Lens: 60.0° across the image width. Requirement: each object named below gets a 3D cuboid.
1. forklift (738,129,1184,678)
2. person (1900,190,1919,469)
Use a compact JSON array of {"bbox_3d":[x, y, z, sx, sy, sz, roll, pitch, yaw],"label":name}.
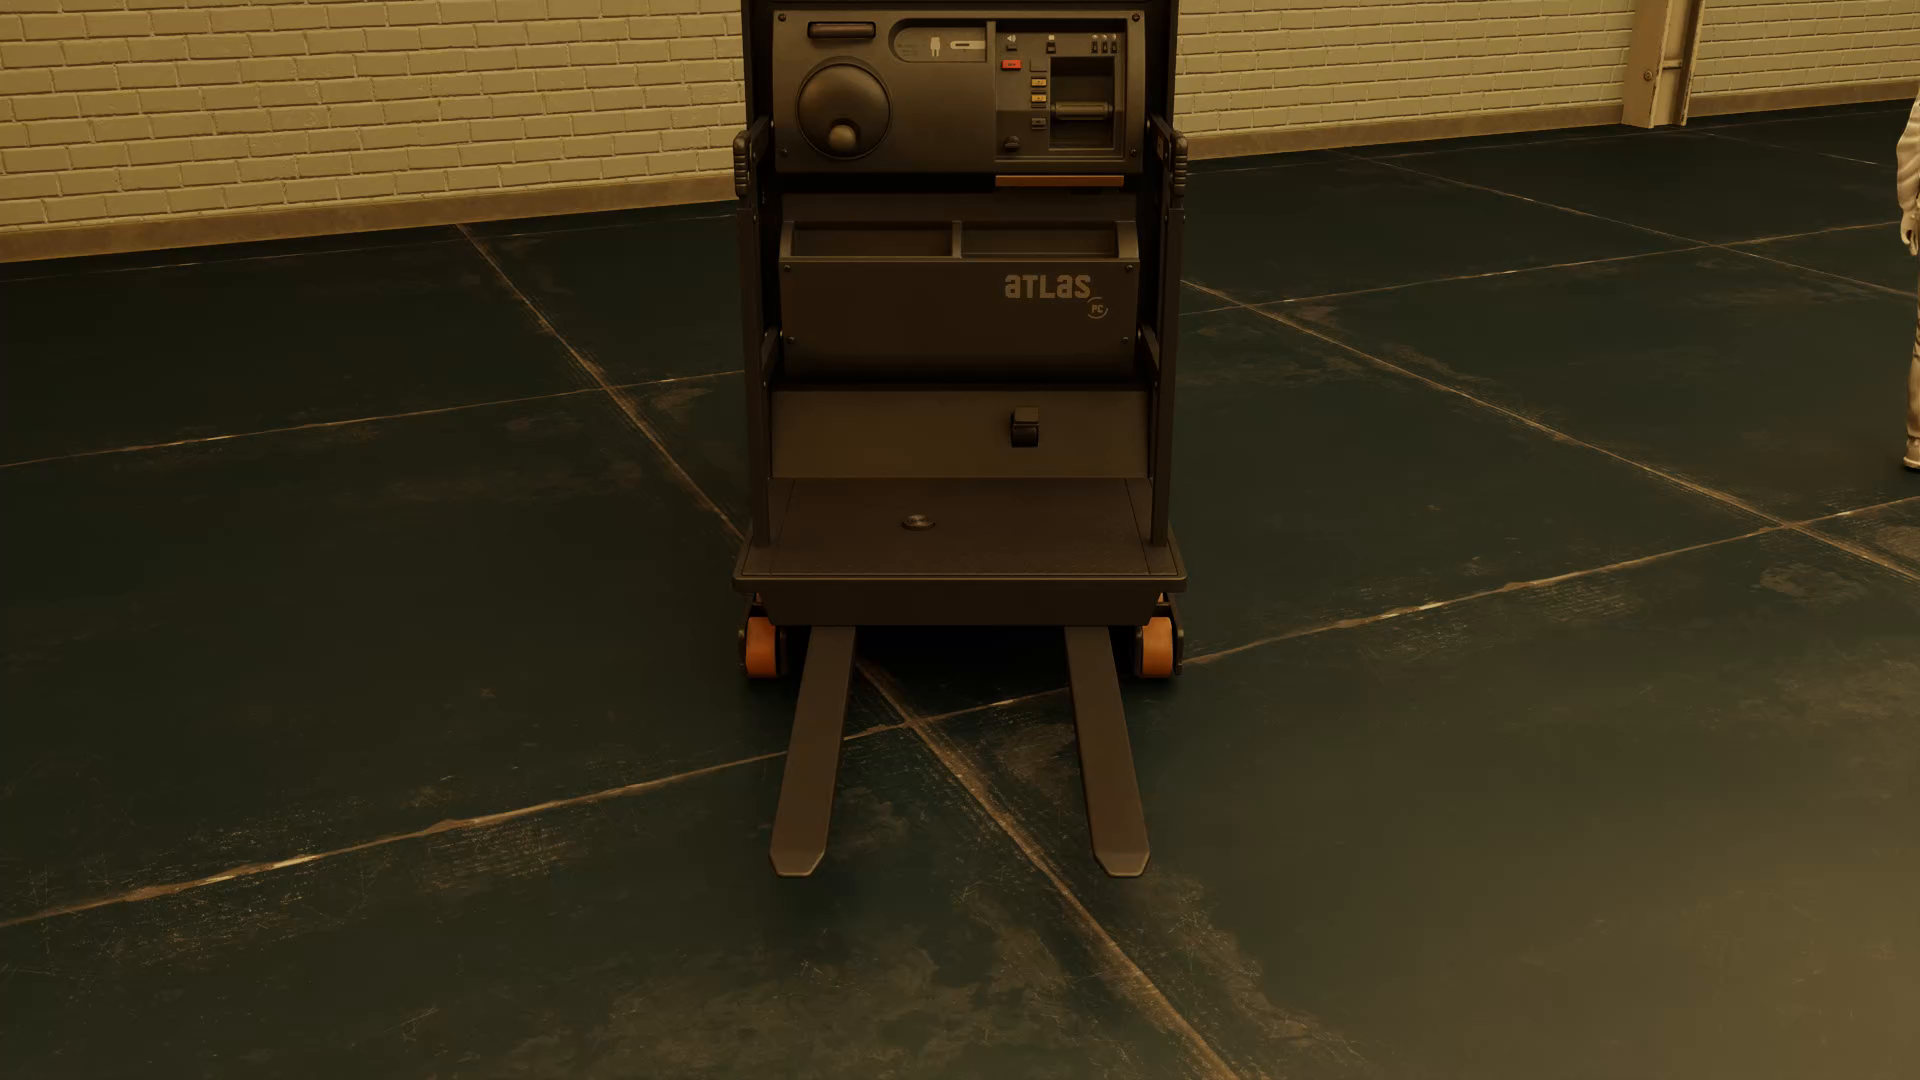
[{"bbox_3d":[0.000,-1.294,4.484,1.129,2.867,1.939,0,23,0],"label":"forklift"},{"bbox_3d":[3.361,-1.015,5.394,0.500,1.641,0.569,-13,26,-29],"label":"person"}]
